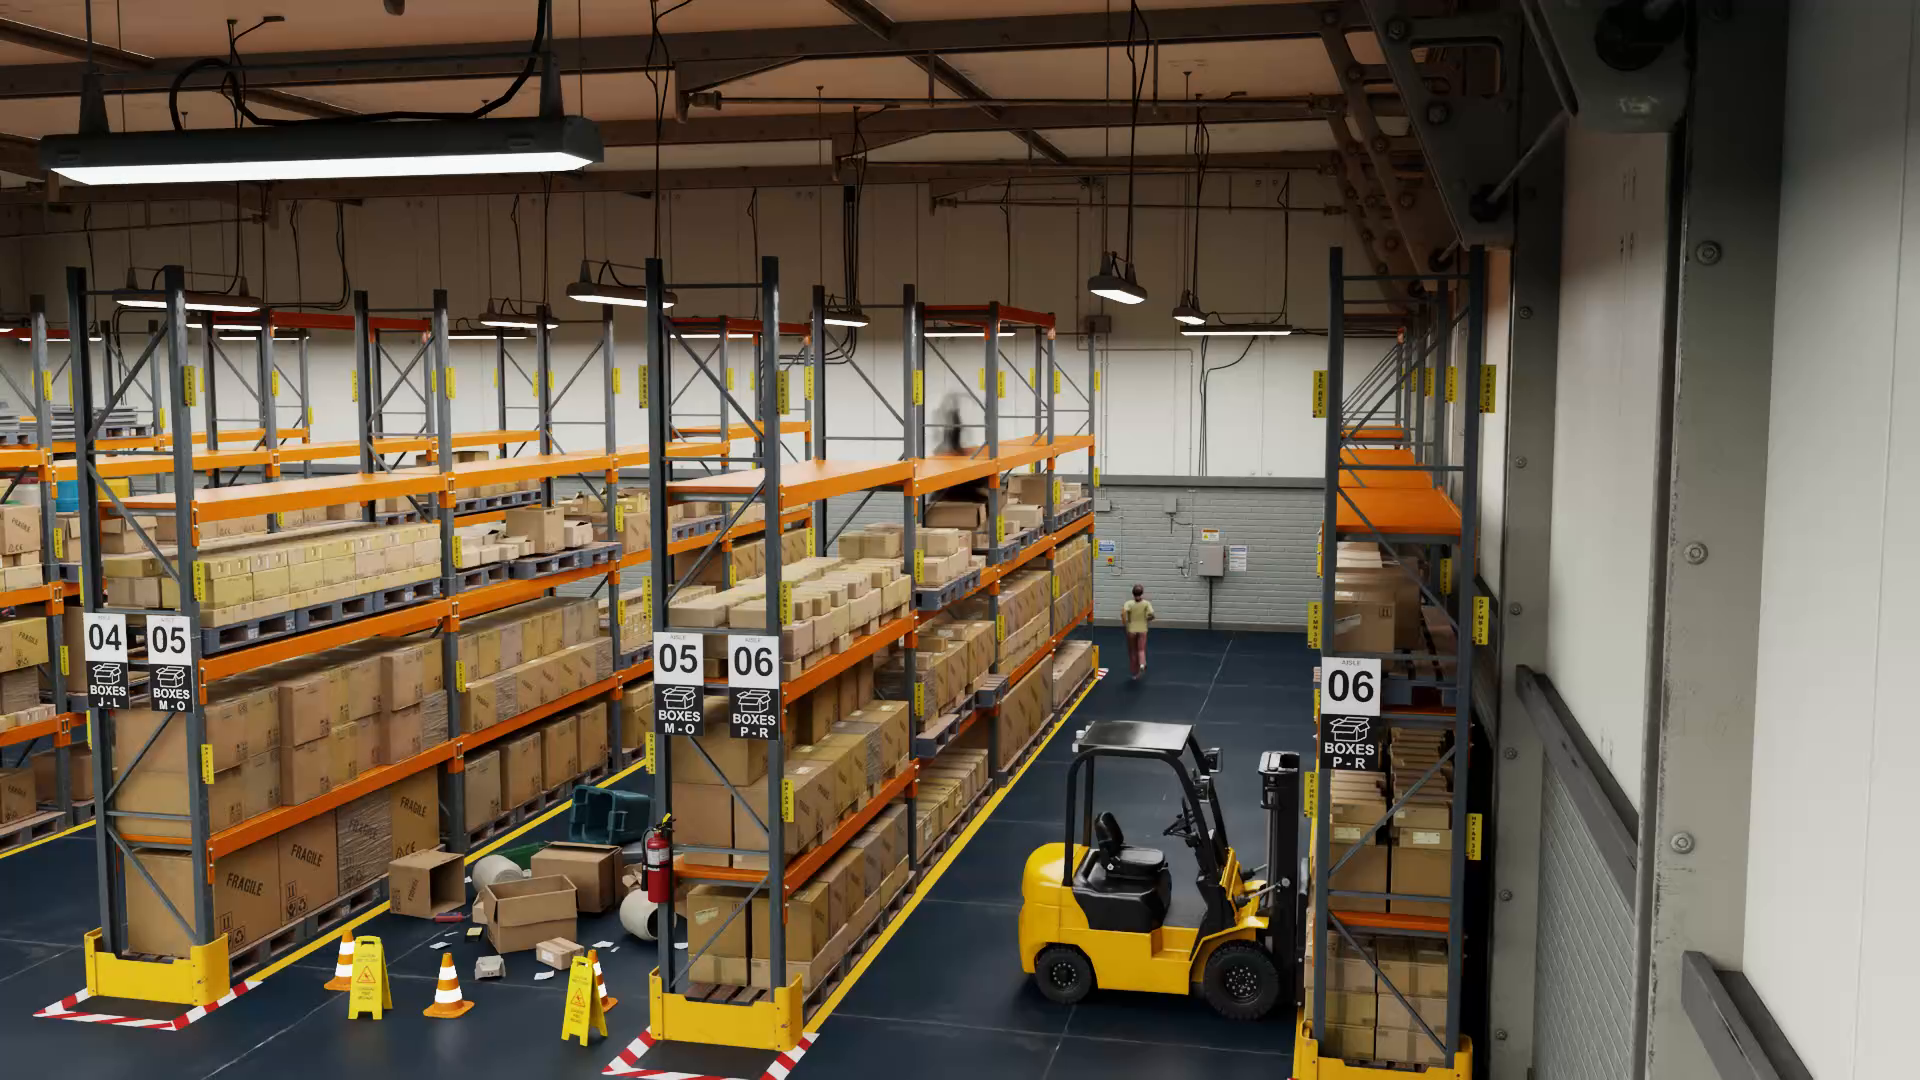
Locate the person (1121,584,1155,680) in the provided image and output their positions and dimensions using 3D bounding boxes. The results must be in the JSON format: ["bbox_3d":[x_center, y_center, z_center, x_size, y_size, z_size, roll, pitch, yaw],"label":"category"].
[{"bbox_3d":[2.939,1.553,27.594,0.574,1.650,0.918,0,6,1],"label":"person"}]
